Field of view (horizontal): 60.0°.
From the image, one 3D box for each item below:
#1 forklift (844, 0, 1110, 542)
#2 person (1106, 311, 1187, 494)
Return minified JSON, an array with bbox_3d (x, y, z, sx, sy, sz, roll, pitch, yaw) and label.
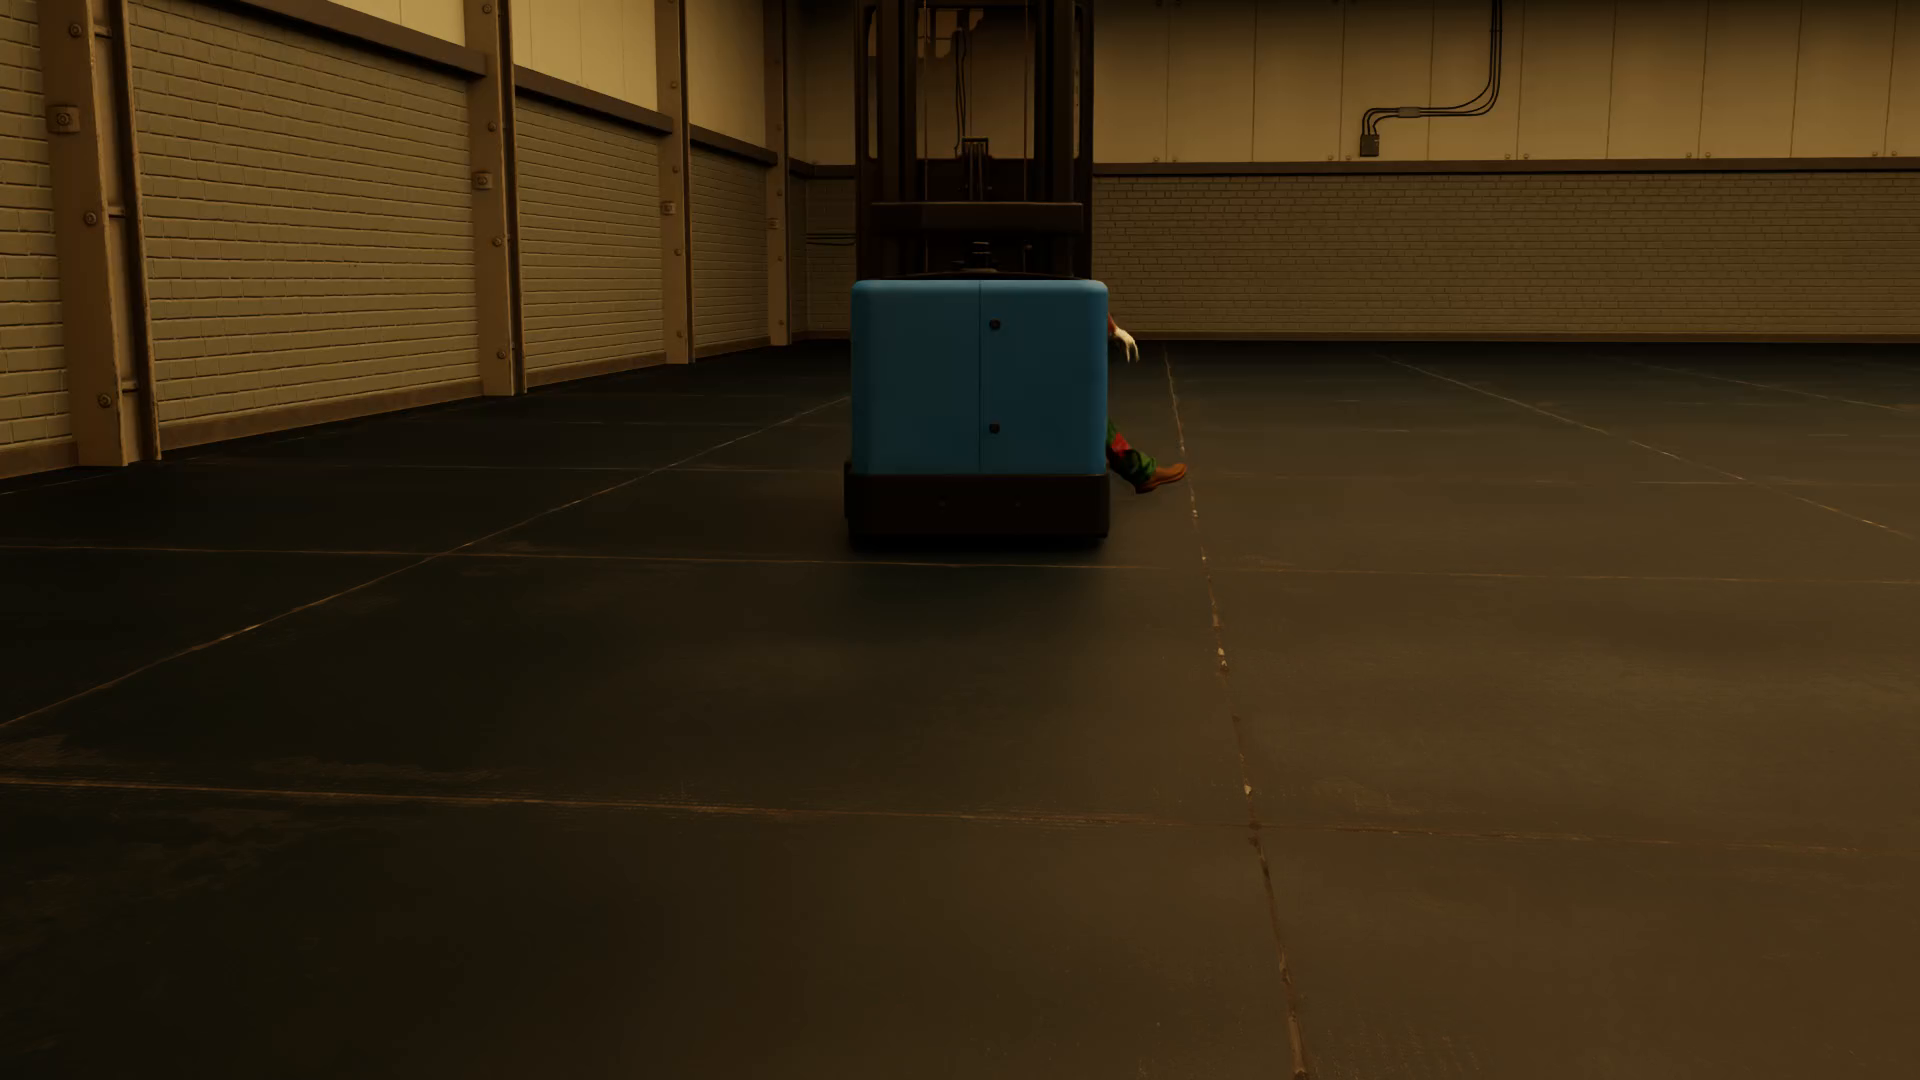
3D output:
[{"bbox_3d":[0.060,-1.630,7.890,1.130,2.935,3.031,0,9,-1],"label":"forklift"},{"bbox_3d":[0.425,-0.918,8.113,1.042,1.460,1.024,7,12,40],"label":"person"}]
